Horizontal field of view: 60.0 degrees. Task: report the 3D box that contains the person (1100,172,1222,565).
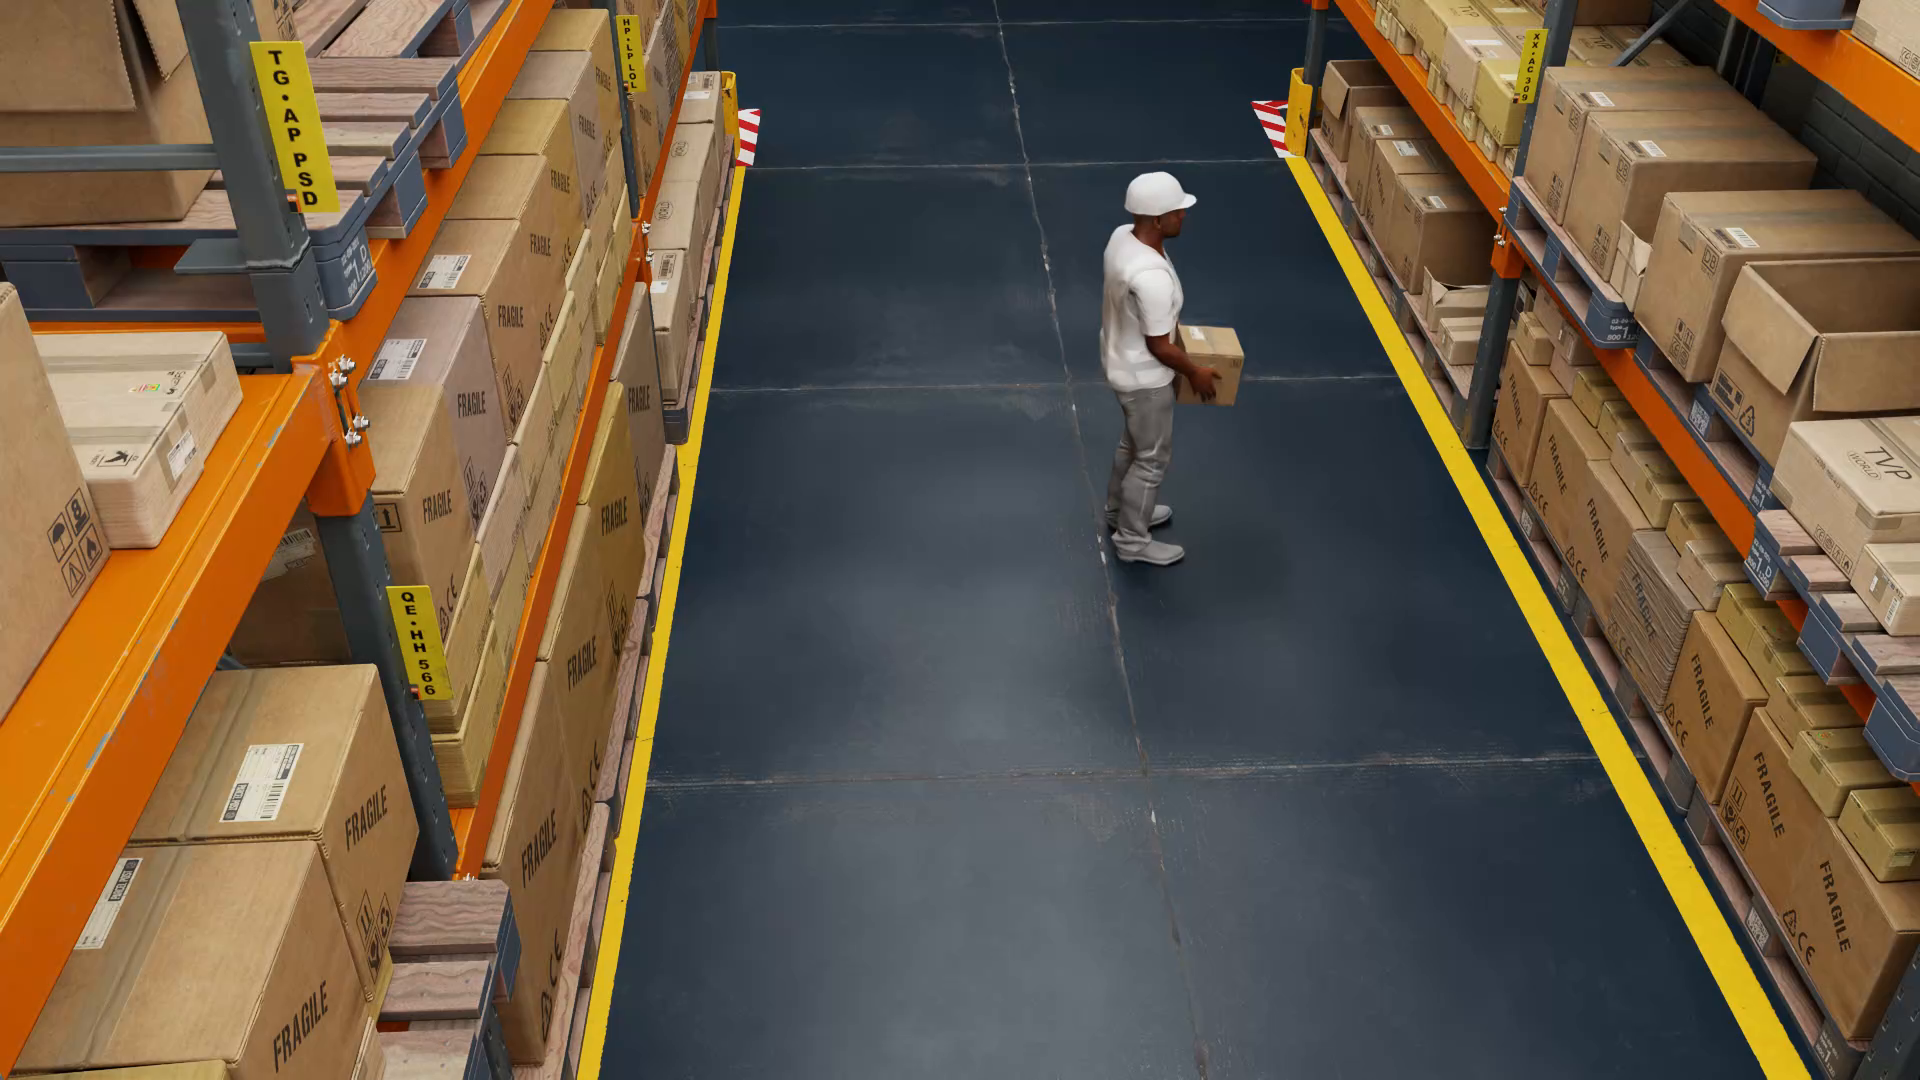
[{"bbox_3d":[0.852,-0.742,7.182,0.509,1.768,0.562,-2,35,-3],"label":"person"}]
